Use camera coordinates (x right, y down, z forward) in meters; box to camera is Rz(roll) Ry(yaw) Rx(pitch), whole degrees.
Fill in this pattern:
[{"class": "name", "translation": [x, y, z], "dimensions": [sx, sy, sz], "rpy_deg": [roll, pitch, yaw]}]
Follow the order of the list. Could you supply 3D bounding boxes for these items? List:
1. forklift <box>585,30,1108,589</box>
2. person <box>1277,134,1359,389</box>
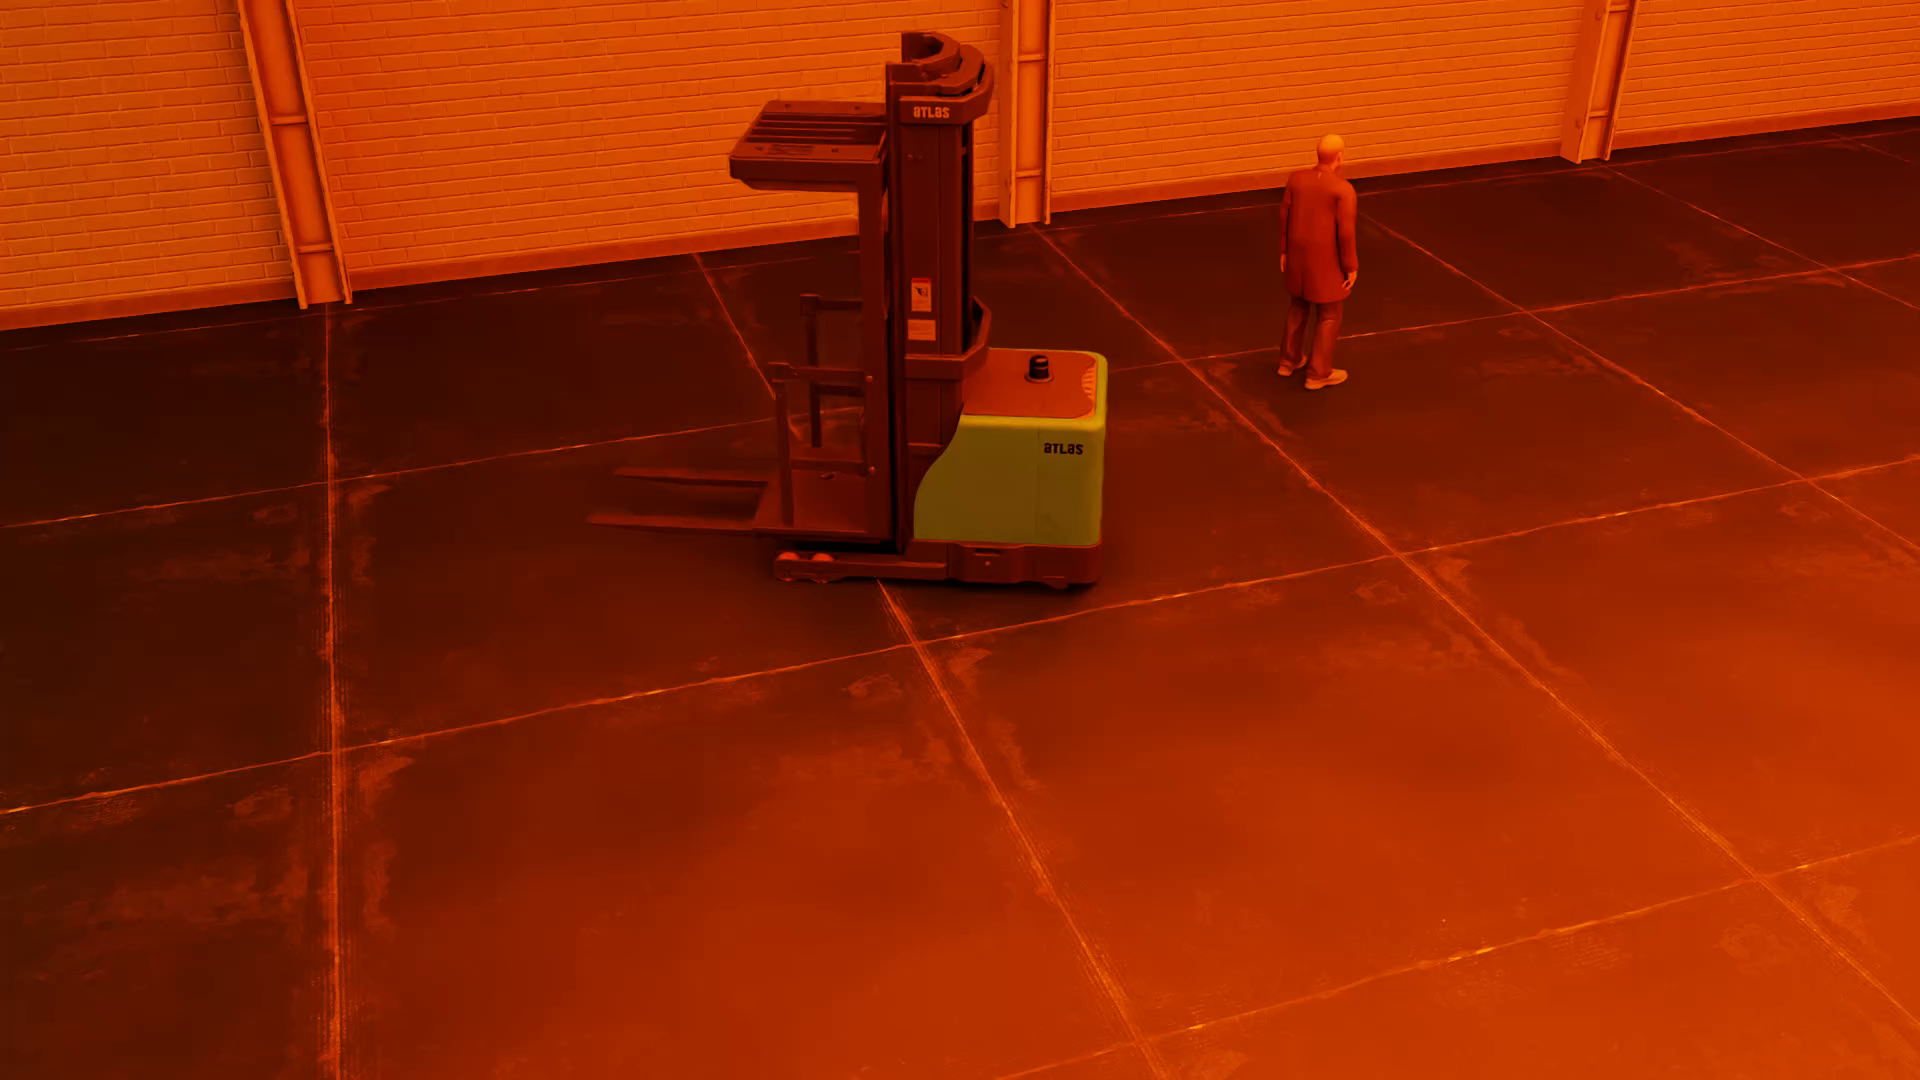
[{"class": "forklift", "translation": [-0.668, -1.281, 9.314], "dimensions": [3.031, 2.935, 1.130], "rpy_deg": [3, 30, 4]}, {"class": "person", "translation": [2.513, -1.941, 11.659], "dimensions": [0.447, 1.745, 0.647], "rpy_deg": [-25, 38, -36]}]
